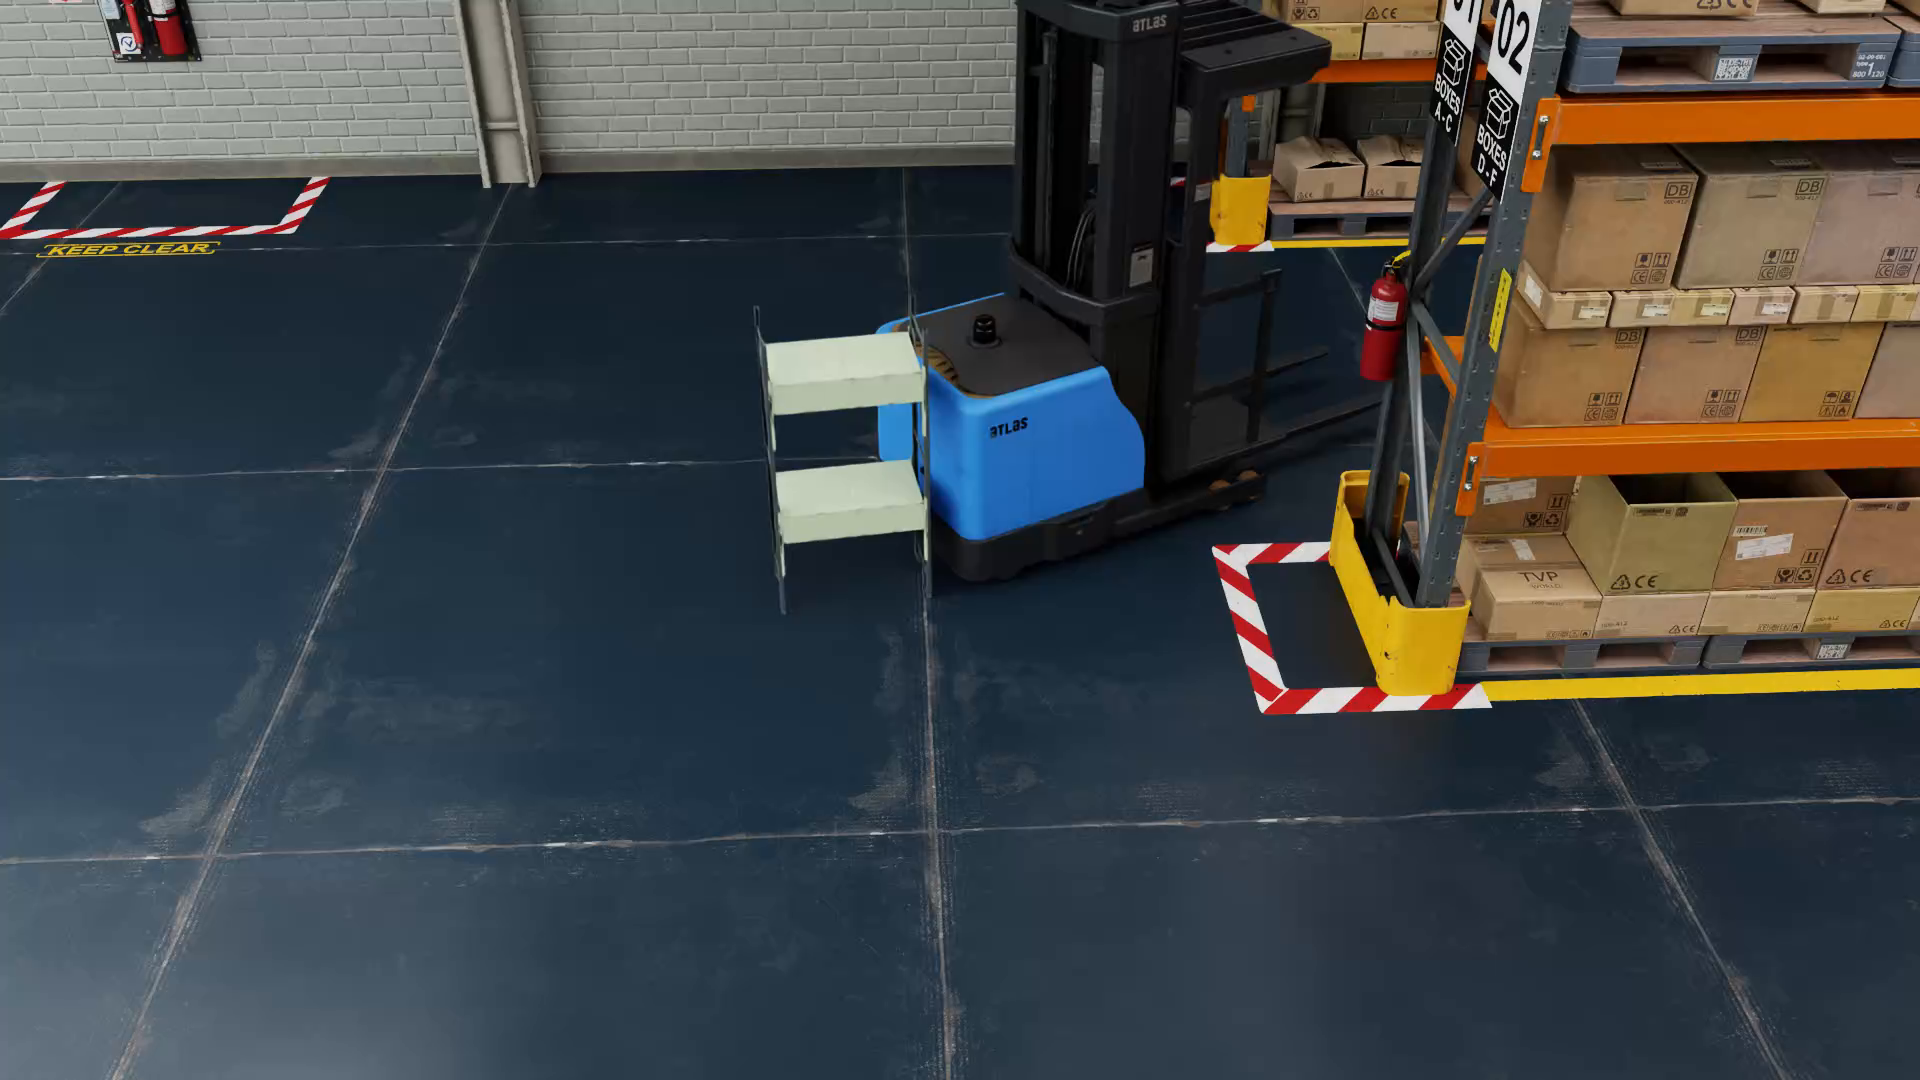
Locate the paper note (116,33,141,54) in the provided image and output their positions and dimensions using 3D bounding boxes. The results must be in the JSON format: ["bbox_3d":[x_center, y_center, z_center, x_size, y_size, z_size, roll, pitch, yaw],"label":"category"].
[{"bbox_3d":[-6.088,-3.635,12.177,0.142,0.148,0.016,-2,35,-2],"label":"paper note"}]

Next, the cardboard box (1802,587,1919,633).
[{"bbox_3d":[4.180,0.187,7.927,0.500,0.250,0.500,-2,35,-2],"label":"cardboard box"}]

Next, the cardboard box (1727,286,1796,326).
[{"bbox_3d":[3.303,-1.060,7.023,0.250,0.149,0.380,-2,35,-3],"label":"cardboard box"}]

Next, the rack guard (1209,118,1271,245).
[{"bbox_3d":[1.973,-2.633,12.152,0.348,0.500,1.175,-2,35,-2],"label":"rack guard"}]

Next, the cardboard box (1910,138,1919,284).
[{"bbox_3d":[4.184,-1.470,7.046,0.500,0.500,0.700,-2,35,-2],"label":"cardboard box"}]

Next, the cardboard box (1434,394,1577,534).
[{"bbox_3d":[2.657,-0.377,8.084,0.500,0.500,0.500,-2,35,-2],"label":"cardboard box"}]

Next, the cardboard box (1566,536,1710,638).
[{"bbox_3d":[3.181,0.211,7.893,0.500,0.250,0.500,-2,35,-2],"label":"cardboard box"}]

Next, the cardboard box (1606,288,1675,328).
[{"bbox_3d":[2.801,-1.048,7.007,0.250,0.149,0.380,-2,35,-3],"label":"cardboard box"}]

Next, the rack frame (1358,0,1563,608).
[{"bbox_3d":[2.135,-0.843,7.369,0.127,3.000,1.000,-2,35,-2],"label":"rack frame"}]

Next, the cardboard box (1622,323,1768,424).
[{"bbox_3d":[3.127,-0.907,7.373,0.500,0.500,0.700,-1,35,-1],"label":"cardboard box"}]

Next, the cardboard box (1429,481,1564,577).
[{"bbox_3d":[2.657,-0.068,8.296,0.500,0.250,0.500,-2,35,-2],"label":"cardboard box"}]

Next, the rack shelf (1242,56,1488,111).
[{"bbox_3d":[3.895,-3.417,11.720,4.000,0.370,1.077,-2,35,-2],"label":"rack shelf"}]

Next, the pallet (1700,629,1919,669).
[{"bbox_3d":[4.113,0.228,8.272,1.213,0.211,1.003,-2,35,-2],"label":"pallet"}]

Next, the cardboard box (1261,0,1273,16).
[{"bbox_3d":[2.355,-3.728,11.652,0.500,0.250,0.500,-1,35,-2],"label":"cardboard box"}]

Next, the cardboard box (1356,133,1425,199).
[{"bbox_3d":[3.162,-2.717,12.053,0.500,0.311,0.500,1,35,2],"label":"cardboard box"}]

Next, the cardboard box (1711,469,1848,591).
[{"bbox_3d":[3.680,-0.117,7.708,0.500,0.500,0.500,-2,35,-2],"label":"cardboard box"}]

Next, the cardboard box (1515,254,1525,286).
[{"bbox_3d":[2.508,-1.270,7.327,0.250,0.149,0.380,-2,35,-3],"label":"cardboard box"}]

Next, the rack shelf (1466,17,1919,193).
[{"bbox_3d":[4.133,-1.835,6.798,4.000,0.370,1.077,-2,35,-2],"label":"rack shelf"}]

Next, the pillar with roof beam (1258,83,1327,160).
[{"bbox_3d":[2.759,-4.189,6.932,0.400,9.000,9.100,-2,35,-2],"label":"pillar with roof beam"}]

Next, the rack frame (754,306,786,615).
[{"bbox_3d":[-0.910,-0.357,7.984,0.023,1.500,0.400,-6,35,-9],"label":"rack frame"}]

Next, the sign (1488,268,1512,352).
[{"bbox_3d":[2.156,-0.916,6.644,0.005,0.325,0.100,-2,35,-2],"label":"sign"}]

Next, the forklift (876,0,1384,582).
[{"bbox_3d":[1.086,-1.605,8.530,3.031,2.935,1.130,-18,39,-24],"label":"forklift"}]

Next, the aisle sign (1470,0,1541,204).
[{"bbox_3d":[2.084,-1.736,6.375,0.004,0.787,0.394,-2,35,-2],"label":"aisle sign"}]

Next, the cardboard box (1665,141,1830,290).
[{"bbox_3d":[3.180,-1.442,7.006,0.500,0.500,0.700,-2,35,-3],"label":"cardboard box"}]

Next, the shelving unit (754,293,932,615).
[{"bbox_3d":[-0.550,-0.396,8.040,0.755,1.500,0.431,-6,35,-9],"label":"shelving unit"}]

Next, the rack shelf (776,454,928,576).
[{"bbox_3d":[-0.550,-0.128,8.226,0.720,0.370,0.431,-6,35,-9],"label":"rack shelf"}]

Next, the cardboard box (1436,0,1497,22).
[{"bbox_3d":[3.399,-3.774,11.059,0.500,0.500,0.500,-3,35,-4],"label":"cardboard box"}]

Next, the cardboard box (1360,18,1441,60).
[{"bbox_3d":[2.918,-3.460,11.265,0.500,0.250,0.500,-3,35,-4],"label":"cardboard box"}]

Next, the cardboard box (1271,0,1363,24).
[{"bbox_3d":[2.388,-3.756,11.033,0.500,0.500,0.500,-1,35,-2],"label":"cardboard box"}]

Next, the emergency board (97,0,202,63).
[{"bbox_3d":[-5.908,-3.963,11.877,0.643,1.169,0.194,-2,35,-2],"label":"emergency board"}]

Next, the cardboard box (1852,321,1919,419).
[{"bbox_3d":[4.149,-0.933,7.411,0.500,0.500,0.700,-1,35,-1],"label":"cardboard box"}]

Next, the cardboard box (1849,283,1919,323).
[{"bbox_3d":[3.824,-1.075,7.046,0.250,0.149,0.380,-2,35,-3],"label":"cardboard box"}]

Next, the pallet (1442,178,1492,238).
[{"bbox_3d":[4.002,-2.547,12.282,1.213,0.211,1.003,-2,35,-2],"label":"pallet"}]

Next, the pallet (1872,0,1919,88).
[{"bbox_3d":[4.064,-2.079,6.597,1.213,0.211,1.003,-2,35,-2],"label":"pallet"}]

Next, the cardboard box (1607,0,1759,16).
[{"bbox_3d":[2.710,-2.363,6.346,0.637,0.503,0.797,1,35,1],"label":"cardboard box"}]
